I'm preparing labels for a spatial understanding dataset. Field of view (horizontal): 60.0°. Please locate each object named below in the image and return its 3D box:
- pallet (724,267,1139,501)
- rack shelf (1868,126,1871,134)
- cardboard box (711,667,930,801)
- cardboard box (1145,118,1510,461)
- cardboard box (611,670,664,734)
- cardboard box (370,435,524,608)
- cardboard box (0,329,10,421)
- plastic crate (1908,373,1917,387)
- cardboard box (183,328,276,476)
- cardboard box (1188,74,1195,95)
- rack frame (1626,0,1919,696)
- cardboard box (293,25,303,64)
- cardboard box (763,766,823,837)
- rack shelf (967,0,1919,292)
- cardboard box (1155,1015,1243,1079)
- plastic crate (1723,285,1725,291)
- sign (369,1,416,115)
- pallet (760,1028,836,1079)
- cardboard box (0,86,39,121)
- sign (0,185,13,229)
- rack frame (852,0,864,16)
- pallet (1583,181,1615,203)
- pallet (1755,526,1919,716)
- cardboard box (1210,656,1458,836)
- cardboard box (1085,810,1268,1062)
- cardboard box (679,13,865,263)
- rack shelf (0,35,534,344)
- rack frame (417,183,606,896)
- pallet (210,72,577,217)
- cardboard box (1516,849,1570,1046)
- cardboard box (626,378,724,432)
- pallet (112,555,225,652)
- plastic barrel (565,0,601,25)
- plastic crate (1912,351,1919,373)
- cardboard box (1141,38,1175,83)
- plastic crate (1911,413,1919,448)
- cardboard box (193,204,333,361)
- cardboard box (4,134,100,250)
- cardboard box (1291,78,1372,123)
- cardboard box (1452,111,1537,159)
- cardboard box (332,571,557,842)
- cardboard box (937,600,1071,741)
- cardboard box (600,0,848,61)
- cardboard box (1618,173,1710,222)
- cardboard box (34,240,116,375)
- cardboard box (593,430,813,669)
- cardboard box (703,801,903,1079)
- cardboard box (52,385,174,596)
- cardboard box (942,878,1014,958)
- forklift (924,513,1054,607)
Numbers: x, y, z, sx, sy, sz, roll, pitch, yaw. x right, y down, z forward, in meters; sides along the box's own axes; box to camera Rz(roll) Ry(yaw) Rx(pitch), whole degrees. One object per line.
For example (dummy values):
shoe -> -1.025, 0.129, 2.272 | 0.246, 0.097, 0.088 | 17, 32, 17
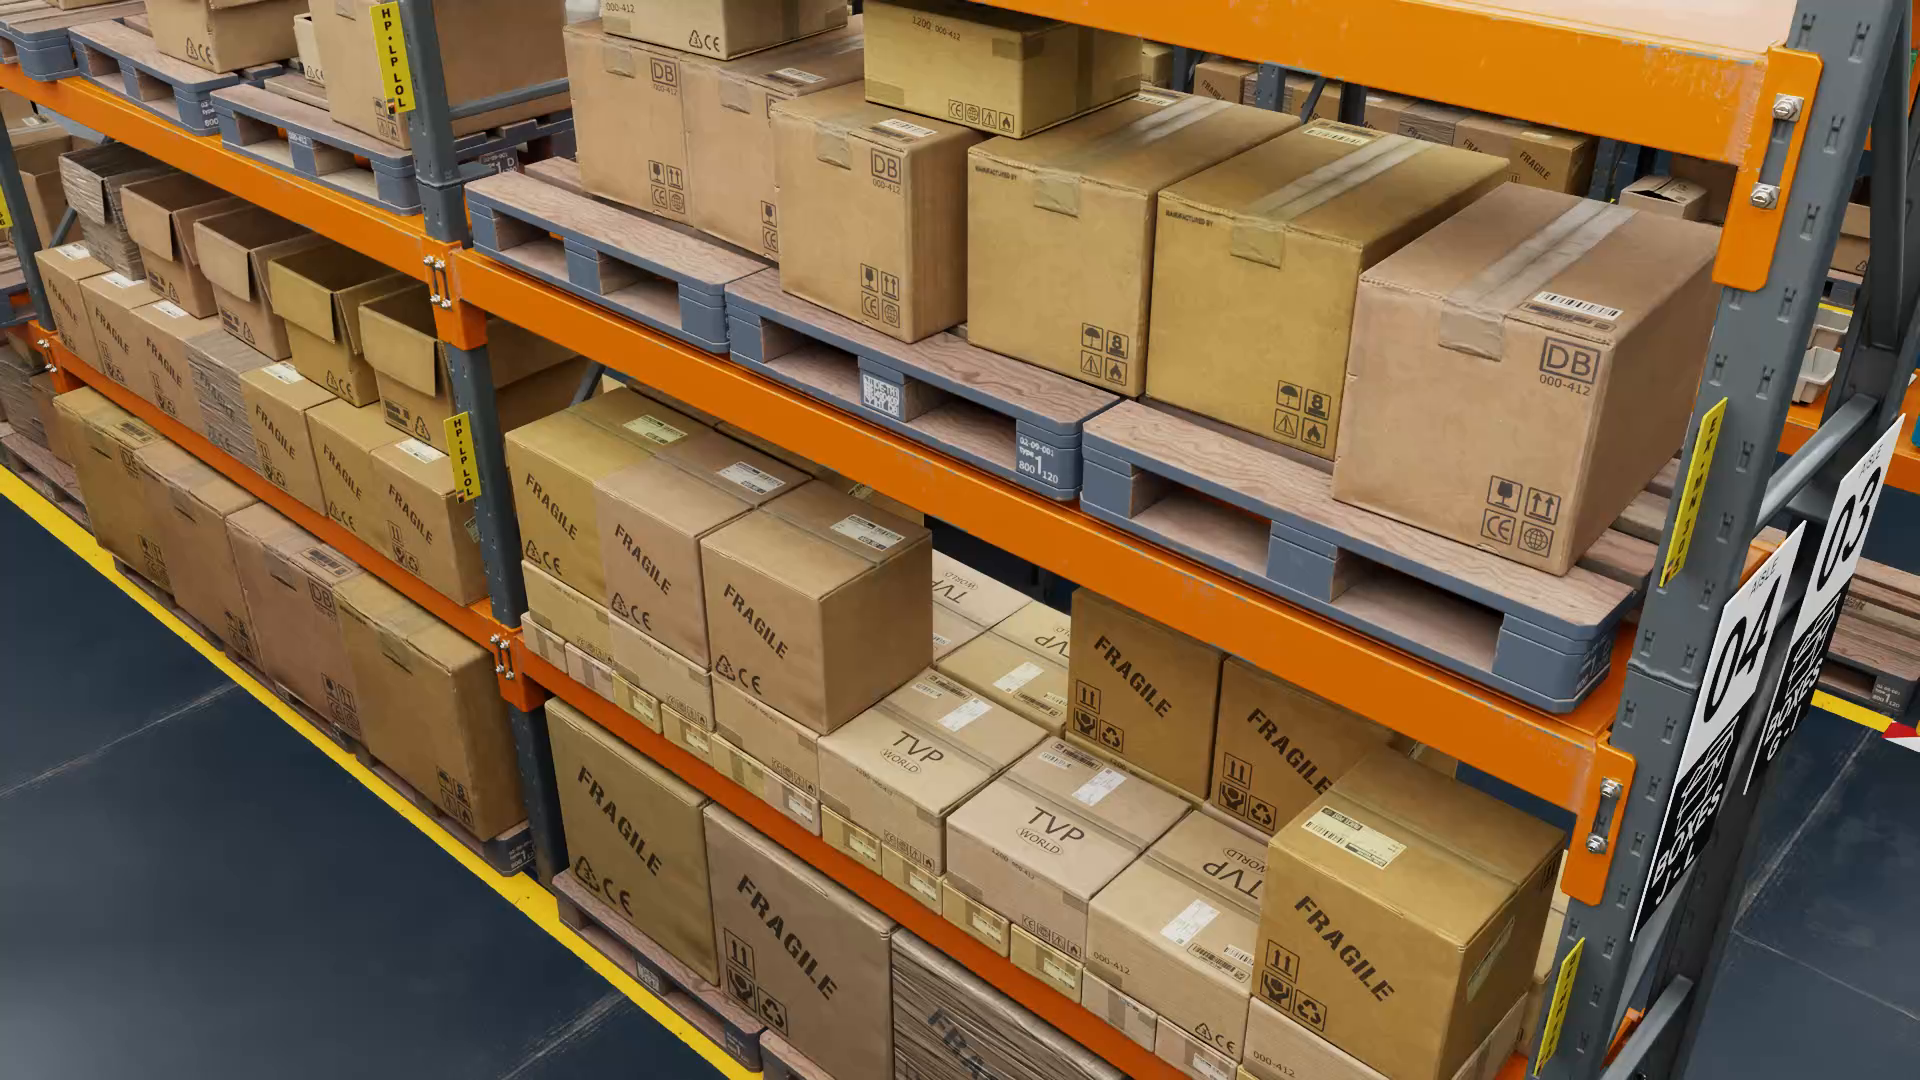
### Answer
pallet -> 0.135, -0.571, 4.468 | 1.213, 0.211, 1.003 | 25, 39, 35
rack shelf -> 3.442, -2.212, 7.806 | 4.000, 0.370, 1.077 | 25, 39, 35
cardboard box -> -0.439, 0.517, 5.340 | 0.500, 0.250, 0.500 | 26, 40, 36
cardboard box -> 0.843, -0.600, 3.829 | 0.500, 0.500, 0.700 | 23, 38, 33
cardboard box -> -0.978, 0.485, 5.779 | 0.250, 0.149, 0.380 | 27, 40, 37
cardboard box -> -1.895, -0.134, 6.467 | 0.500, 0.500, 0.500 | 25, 39, 35
cardboard box -> -5.686, -1.140, 10.233 | 0.700, 0.500, 0.500 | -26, 39, -36
plastic crate -> 4.198, -0.669, 7.650 | 0.243, 0.136, 0.396 | 25, 39, 35
cardboard box -> -3.017, -0.661, 7.343 | 0.500, 0.500, 0.500 | 25, 39, 35
cardboard box -> 2.128, -4.500, 16.076 | 0.500, 0.250, 0.500 | 25, 39, 35
rack frame -> 1.601, -1.219, 2.551 | 0.127, 3.000, 1.000 | 25, 39, 35
cardboard box -> -2.368, -1.964, 6.532 | 0.250, 0.149, 0.380 | 23, 38, 33
cardboard box -> -0.407, 0.752, 5.336 | 0.250, 0.149, 0.380 | 26, 39, 36
rack shelf -> 0.118, -1.432, 3.989 | 4.000, 0.370, 1.077 | 25, 39, 35
cardboard box -> 0.736, 1.284, 4.452 | 0.250, 0.149, 0.380 | 25, 39, 35
plastic crate -> 3.764, -1.268, 8.552 | 0.300, 0.233, 0.416 | 25, 39, 35
sign -> -1.722, -1.464, 5.059 | 0.005, 0.325, 0.100 | 25, 39, 35
pallet -> 0.055, 1.876, 5.929 | 1.213, 0.211, 1.003 | 25, 39, 35
cardboard box -> -5.949, -2.462, 9.924 | 0.797, 0.503, 0.637 | -25, 39, -35
sign -> -4.688, -1.669, 8.069 | 0.005, 0.325, 0.100 | 25, 39, 35
rack frame -> -1.007, -3.312, 11.843 | 0.127, 3.000, 1.000 | 25, 39, 35
pallet -> 4.657, -2.893, 13.851 | 1.213, 0.211, 1.003 | 25, 39, 35
pallet -> 4.339, 0.351, 8.462 | 1.213, 0.211, 1.003 | 25, 39, 35
cardboard box -> 1.055, 0.524, 4.601 | 0.500, 0.500, 0.500 | 24, 38, 34
cardboard box -> 0.688, 1.045, 4.462 | 0.500, 0.250, 0.500 | 24, 39, 34
cardboard box -> -0.349, -1.149, 4.740 | 0.700, 0.500, 0.500 | -27, 40, -37
rack shelf -> -2.848, -1.703, 6.959 | 4.000, 0.370, 1.077 | 25, 39, 35
rack frame -> -1.365, -0.034, 6.398 | 0.127, 3.000, 1.000 | 25, 39, 35
pallet -> -2.078, -1.535, 6.169 | 1.217, 0.209, 0.805 | 23, 38, 33
cardboard box -> 1.426, 1.018, 4.507 | 0.500, 0.250, 0.500 | 24, 38, 34
cardboard box -> -0.845, -0.361, 6.072 | 0.500, 0.500, 0.500 | 26, 40, 36
pallet -> -3.797, 0.078, 8.915 | 1.213, 0.211, 1.003 | 25, 39, 35
plastic barrel -> -2.867, -4.086, 12.997 | 0.433, 0.535, 0.433 | 0, 31, 0
plastic crate -> 4.474, -0.936, 8.001 | 0.300, 0.233, 0.416 | 25, 39, 35
cardboard box -> 1.766, -4.534, 15.588 | 0.500, 0.311, 0.500 | 26, 40, 36
plastic crate -> 4.551, -0.629, 7.293 | 0.499, 0.435, 0.616 | 25, 39, 35
cardboard box -> -2.816, -1.175, 7.224 | 0.637, 0.503, 0.797 | 26, 40, 37
cardboard box -> -4.758, -1.812, 8.848 | 0.500, 0.500, 0.500 | 20, 36, 29
cardboard box -> 3.226, -3.701, 14.487 | 0.500, 0.500, 0.500 | 24, 39, 34
cardboard box -> 4.366, -3.174, 13.610 | 0.500, 0.500, 0.500 | 25, 39, 35
cardboard box -> -1.853, 0.483, 7.192 | 0.875, 0.875, 1.225 | 25, 39, 35
cardboard box -> 0.276, 0.487, 5.390 | 0.500, 0.250, 0.500 | 24, 39, 34
cardboard box -> -0.672, -1.578, 4.726 | 0.500, 0.250, 0.500 | 22, 38, 32
cardboard box -> 5.451, -2.629, 12.889 | 0.500, 0.311, 0.500 | 25, 39, 35
cardboard box -> -4.153, -1.189, 8.219 | 0.500, 0.500, 0.500 | 26, 40, 36
cardboard box -> -0.821, 0.019, 5.440 | 0.500, 0.500, 0.500 | 25, 39, 35
cardboard box -> -0.262, 1.267, 5.890 | 0.875, 0.875, 0.875 | 25, 39, 35
cardboard box -> -3.833, -0.441, 8.727 | 0.875, 0.875, 1.225 | 23, 38, 33
cardboard box -> 0.165, 1.019, 4.893 | 0.250, 0.149, 0.380 | 25, 39, 35
forklift -> -0.090, -0.903, 7.908 | 1.130, 2.935, 3.031 | 4, 31, 6
